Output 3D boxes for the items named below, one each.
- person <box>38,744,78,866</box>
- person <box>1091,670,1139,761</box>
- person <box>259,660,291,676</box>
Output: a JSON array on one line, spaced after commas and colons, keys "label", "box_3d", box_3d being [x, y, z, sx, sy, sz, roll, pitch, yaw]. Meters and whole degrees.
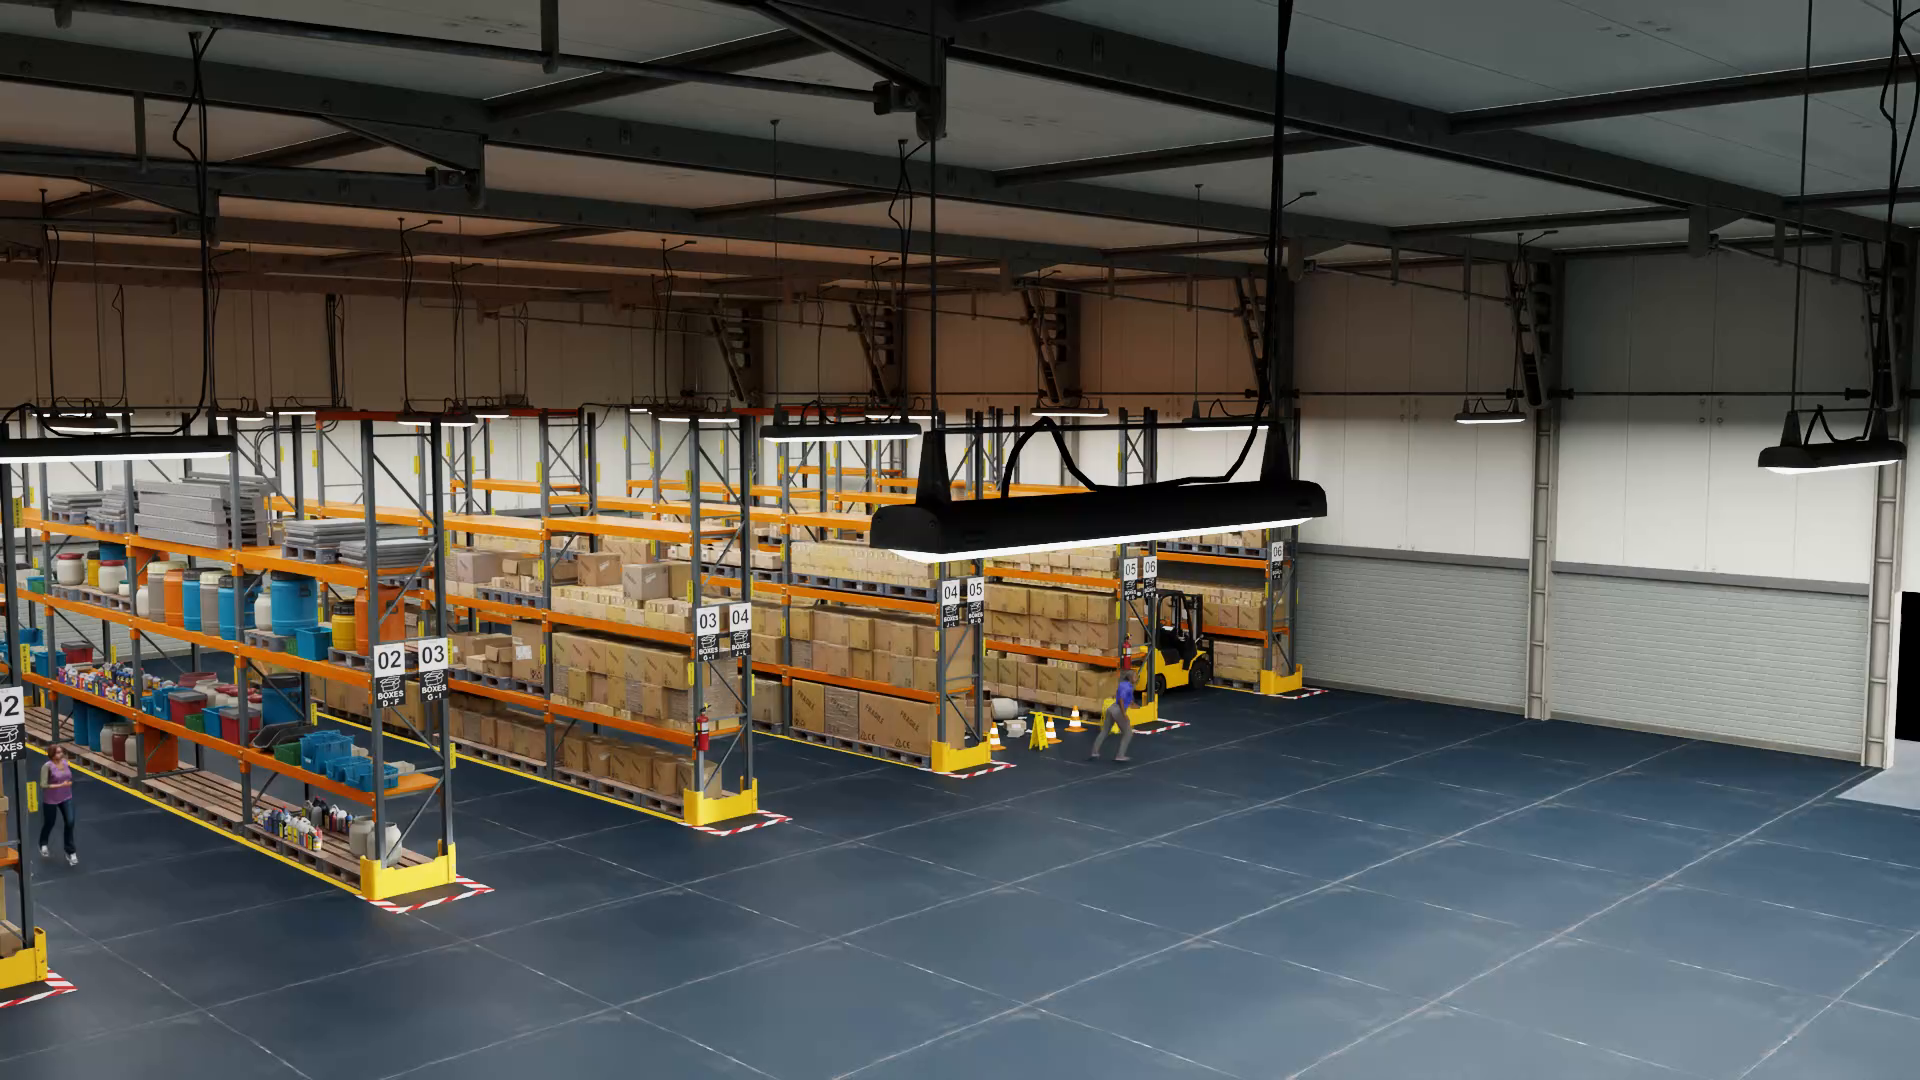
[{"label": "person", "box_3d": [-12.169, 3.534, 22.369, 0.824, 1.626, 0.495, 4, 6, 35]}, {"label": "person", "box_3d": [2.708, 3.028, 28.682, 0.862, 1.571, 0.641, -2, 6, -23]}, {"label": "person", "box_3d": [-12.974, 2.691, 31.710, 0.688, 1.689, 0.561, 4, 6, 38]}]
